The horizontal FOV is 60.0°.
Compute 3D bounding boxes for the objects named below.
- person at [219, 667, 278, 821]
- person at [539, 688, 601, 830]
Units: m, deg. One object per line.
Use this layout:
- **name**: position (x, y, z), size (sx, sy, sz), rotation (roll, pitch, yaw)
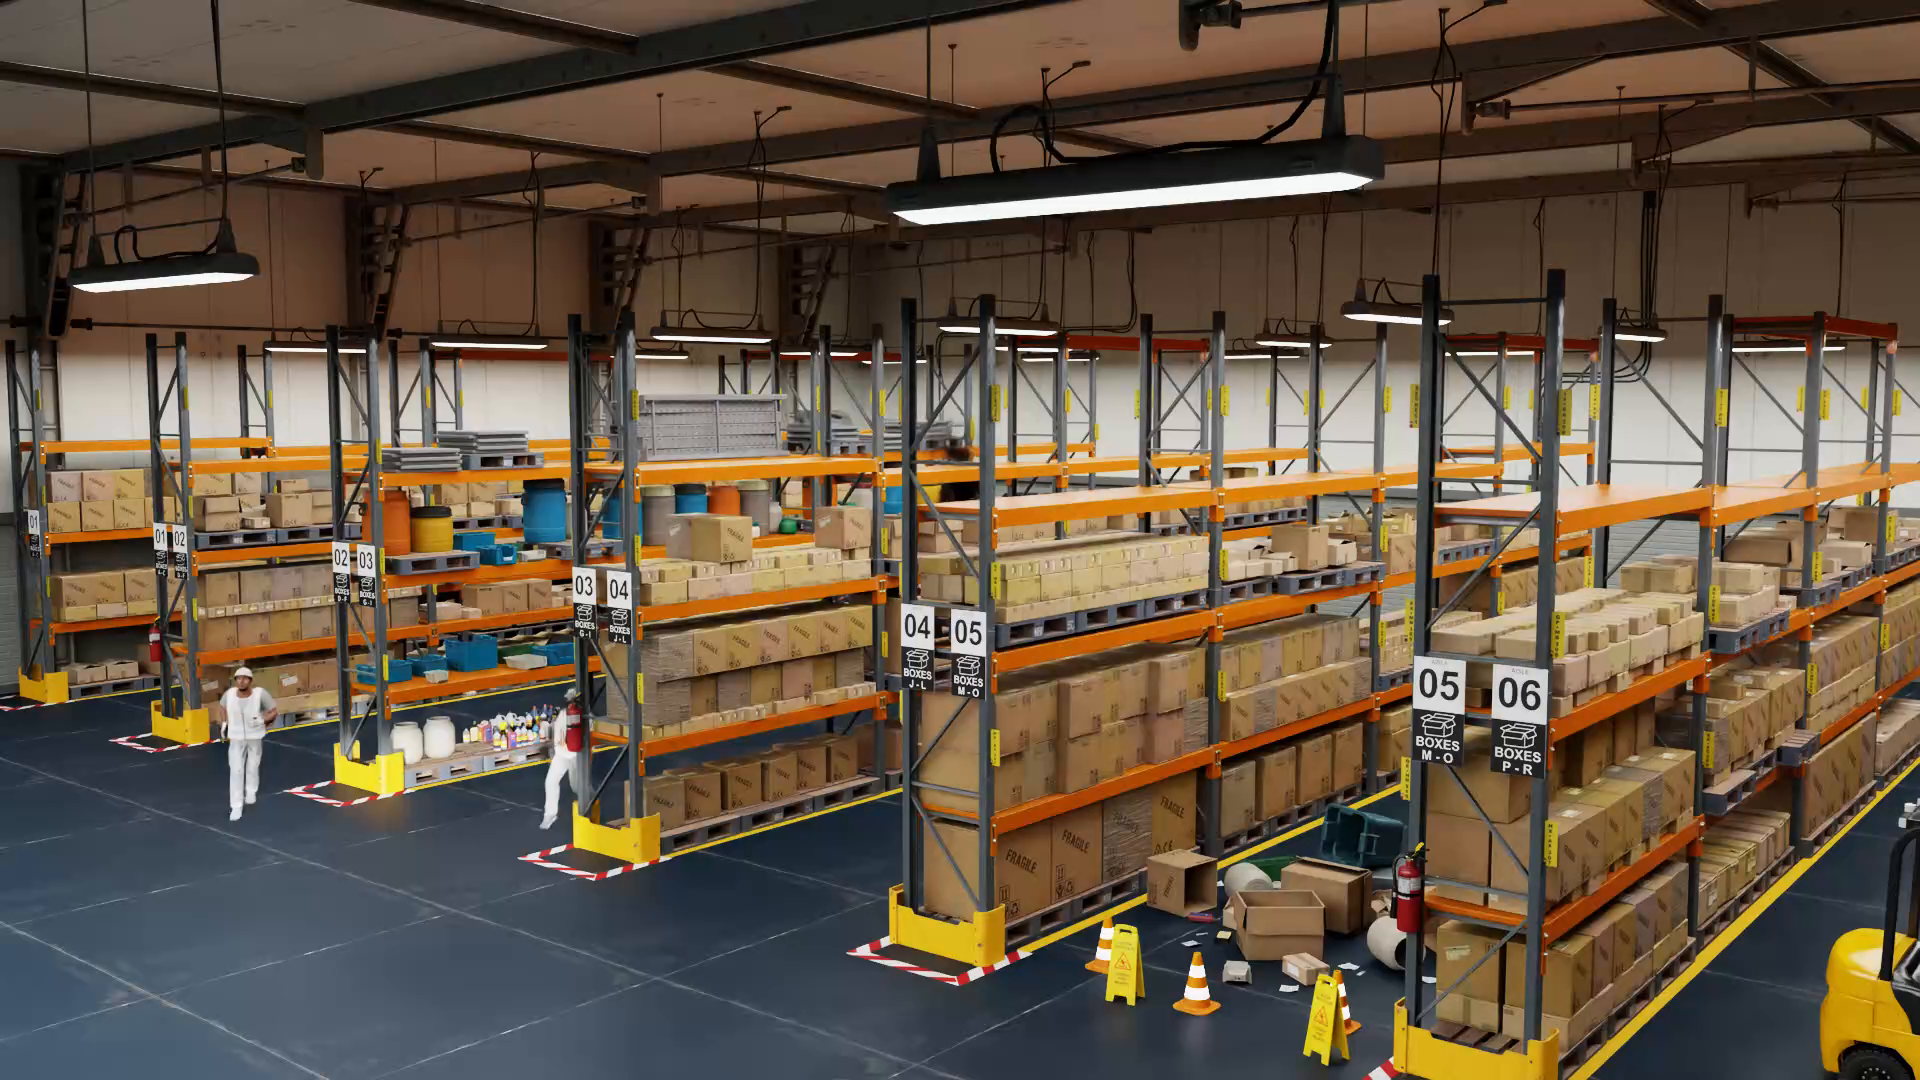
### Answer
- **person**: position (-8.713, 2.450, 20.381), size (0.678, 1.828, 0.839), rotation (-2, 5, -18)
- **person**: position (-4.577, 2.582, 19.819), size (0.630, 1.687, 0.873), rotation (3, 6, 32)
